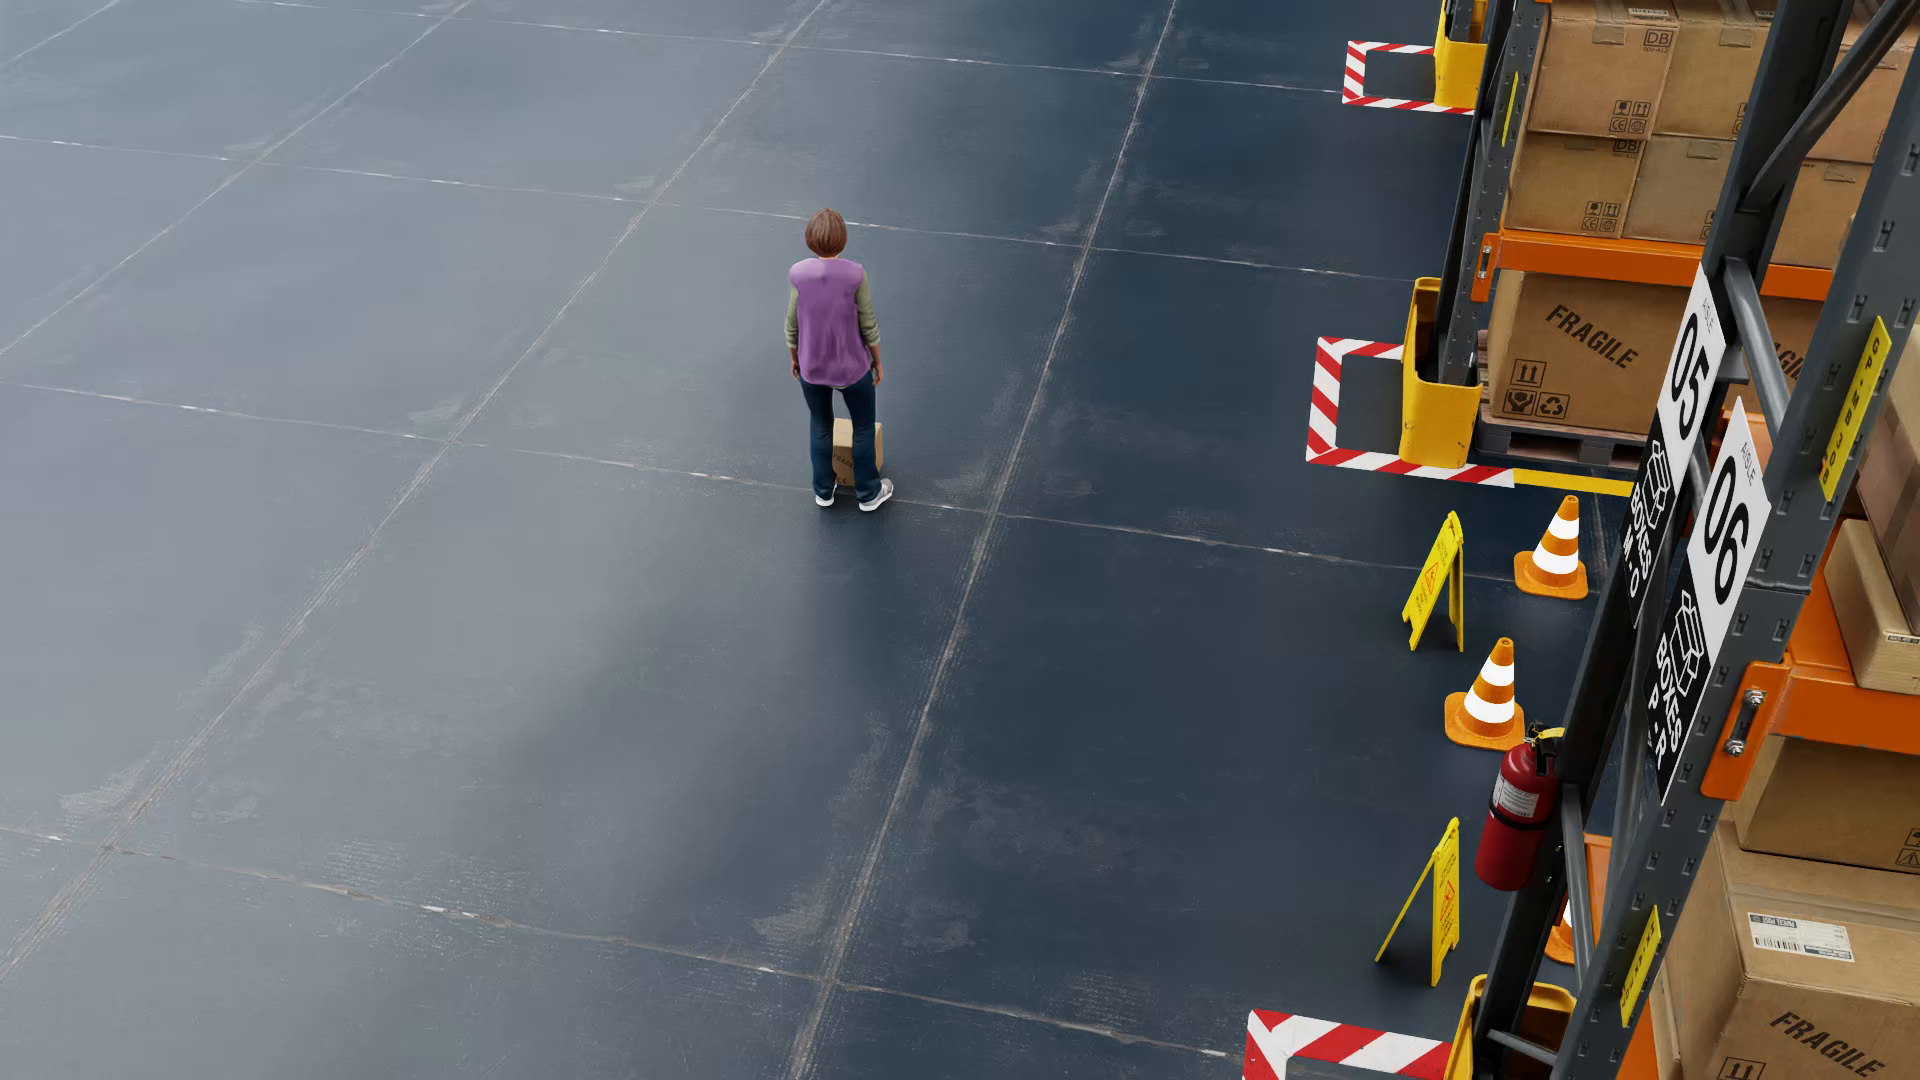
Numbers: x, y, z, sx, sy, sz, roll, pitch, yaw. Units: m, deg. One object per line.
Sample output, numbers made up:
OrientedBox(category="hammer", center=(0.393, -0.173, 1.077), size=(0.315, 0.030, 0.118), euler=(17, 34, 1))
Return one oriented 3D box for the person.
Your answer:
OrientedBox(category="person", center=(-0.600, -0.843, 8.087), size=(0.480, 1.592, 0.347), euler=(5, 37, 7))
